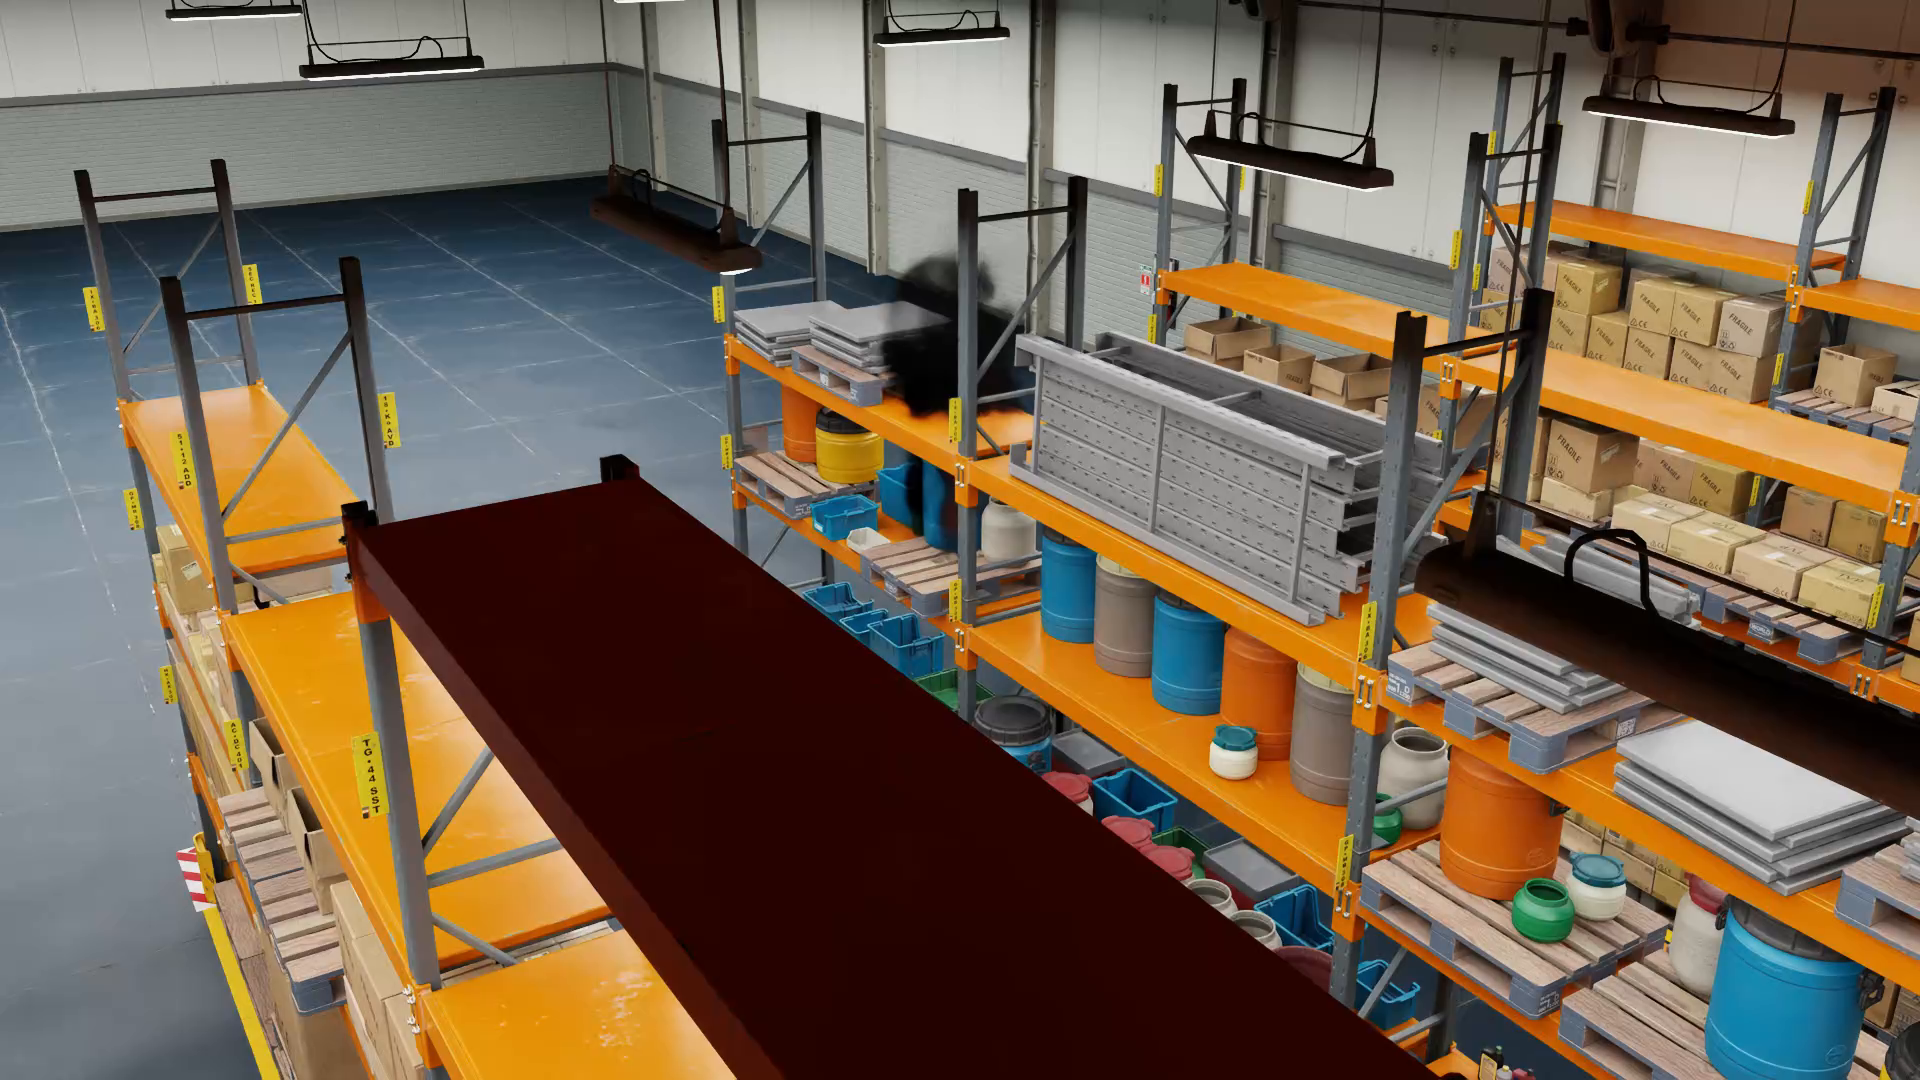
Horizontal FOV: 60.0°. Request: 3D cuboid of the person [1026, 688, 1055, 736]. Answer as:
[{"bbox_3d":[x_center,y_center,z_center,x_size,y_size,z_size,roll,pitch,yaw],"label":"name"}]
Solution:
[{"bbox_3d":[0.914,1.292,15.071,0.685,1.748,0.599,-14,26,-32],"label":"person"}]
